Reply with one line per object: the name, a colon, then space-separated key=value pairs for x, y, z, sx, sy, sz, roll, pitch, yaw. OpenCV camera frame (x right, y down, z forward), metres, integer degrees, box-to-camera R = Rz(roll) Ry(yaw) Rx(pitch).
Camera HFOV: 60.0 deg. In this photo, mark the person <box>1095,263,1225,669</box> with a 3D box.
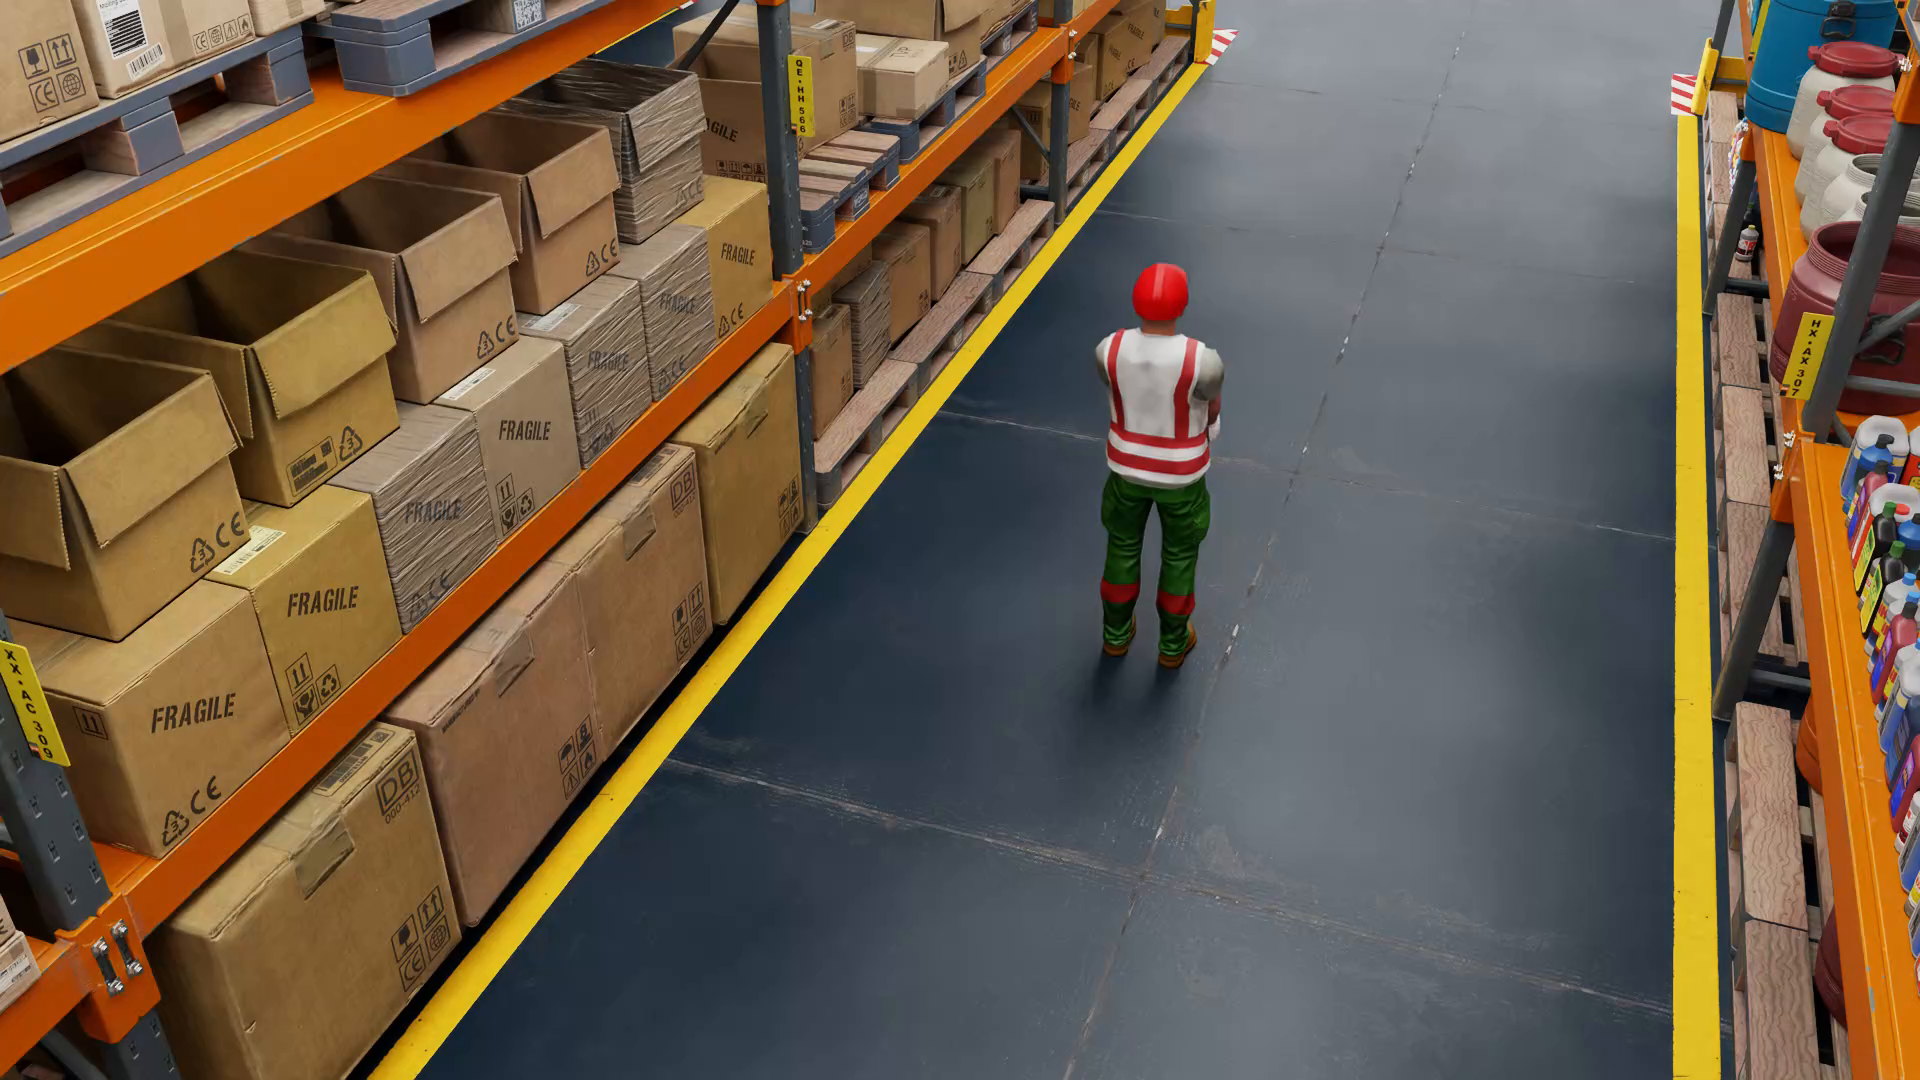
person: x=0.799 y=-0.336 z=6.641 sx=0.494 sy=1.783 sz=0.572 roll=11 pitch=35 yaw=17
